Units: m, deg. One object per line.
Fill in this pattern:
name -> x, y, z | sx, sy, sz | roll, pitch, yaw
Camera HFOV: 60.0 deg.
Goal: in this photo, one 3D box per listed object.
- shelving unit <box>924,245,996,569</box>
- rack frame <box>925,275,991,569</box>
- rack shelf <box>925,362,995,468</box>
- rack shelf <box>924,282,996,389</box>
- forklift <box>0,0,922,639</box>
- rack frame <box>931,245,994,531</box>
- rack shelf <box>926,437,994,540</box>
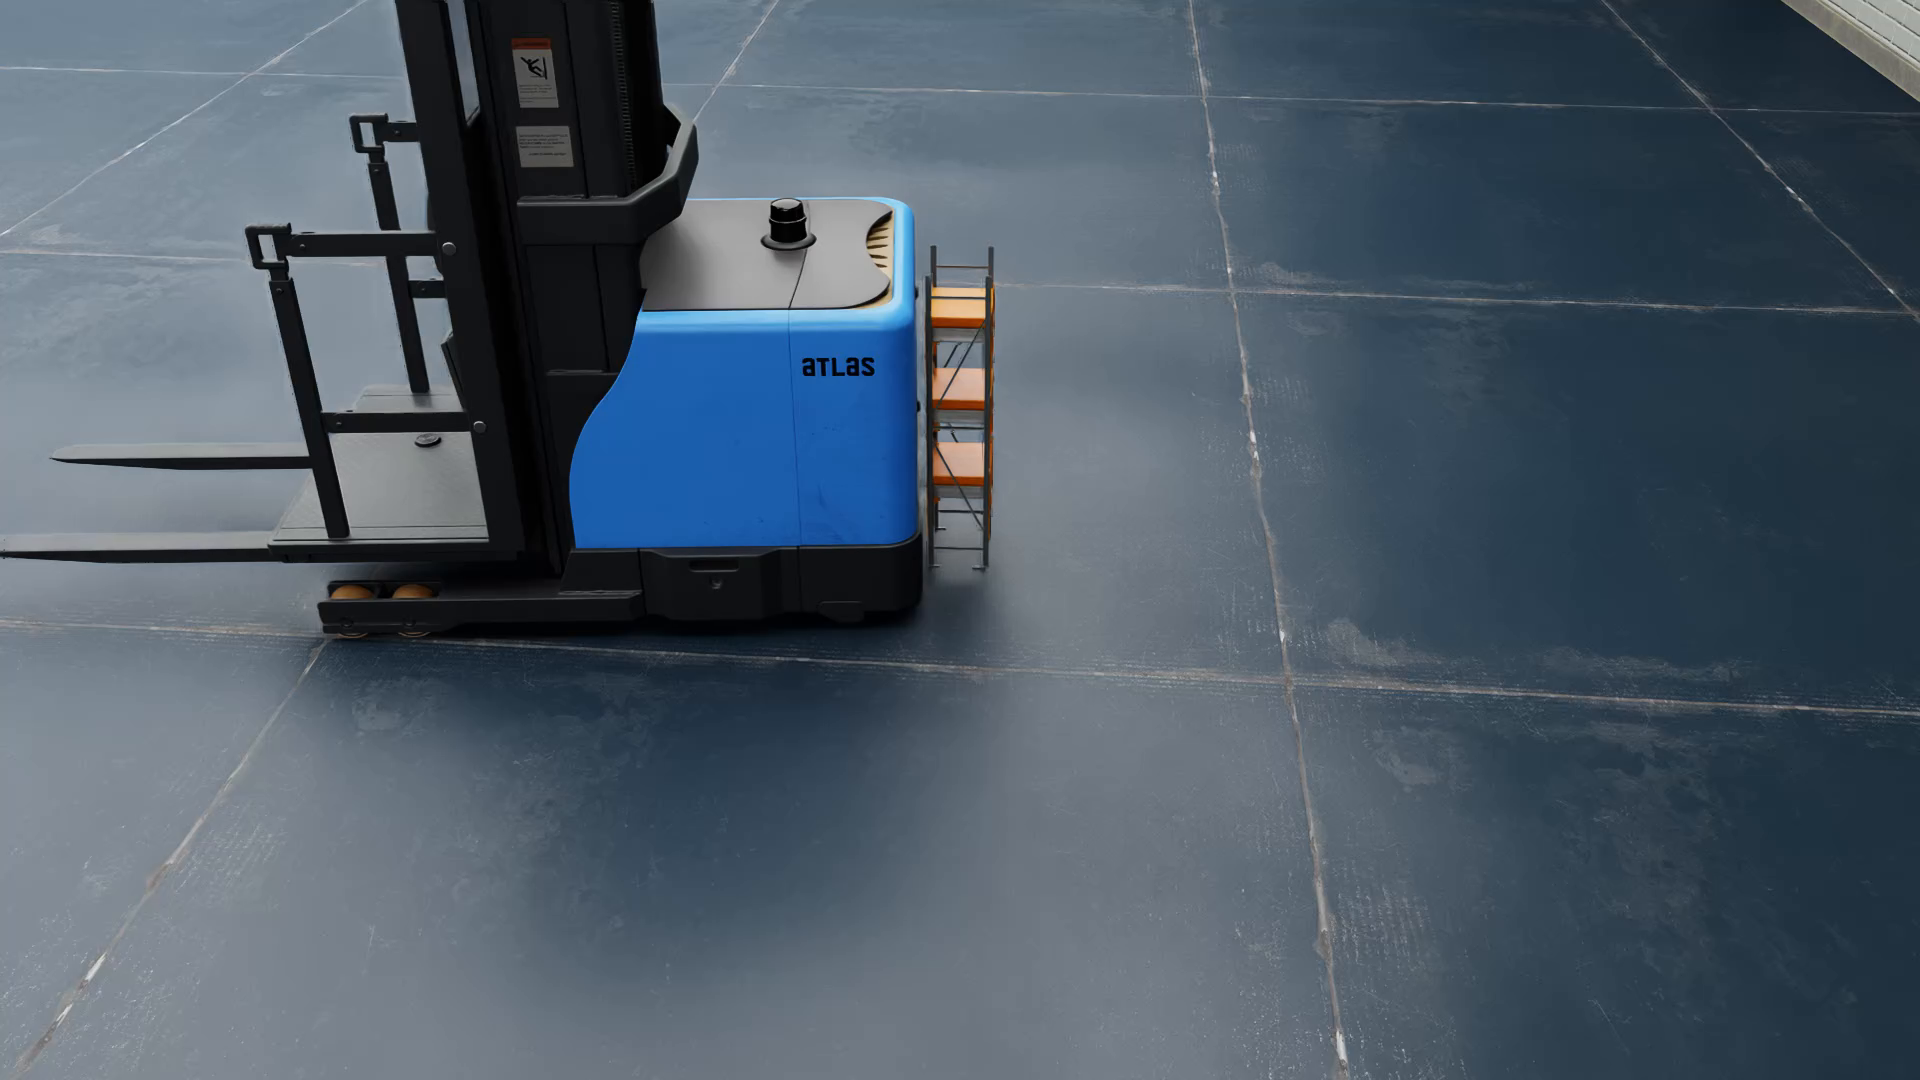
shelving unit -> 0.001, -0.419, 5.430 | 0.215, 1.050, 0.252 | 1, 32, 2
rack frame -> -0.005, -0.356, 5.326 | 0.200, 1.050, 0.008 | 1, 32, 2
rack shelf -> 0.001, -0.410, 5.435 | 0.215, 0.259, 0.240 | 1, 32, 2
rack shelf -> 0.001, -0.652, 5.287 | 0.215, 0.259, 0.240 | 1, 32, 2
forklift -> -1.646, -1.219, 4.934 | 3.031, 2.935, 1.130 | -1, 32, -1
rack frame -> 0.007, -0.483, 5.534 | 0.200, 1.050, 0.008 | 1, 32, 2
rack shelf -> 0.001, -0.174, 5.581 | 0.215, 0.259, 0.240 | 1, 32, 2
